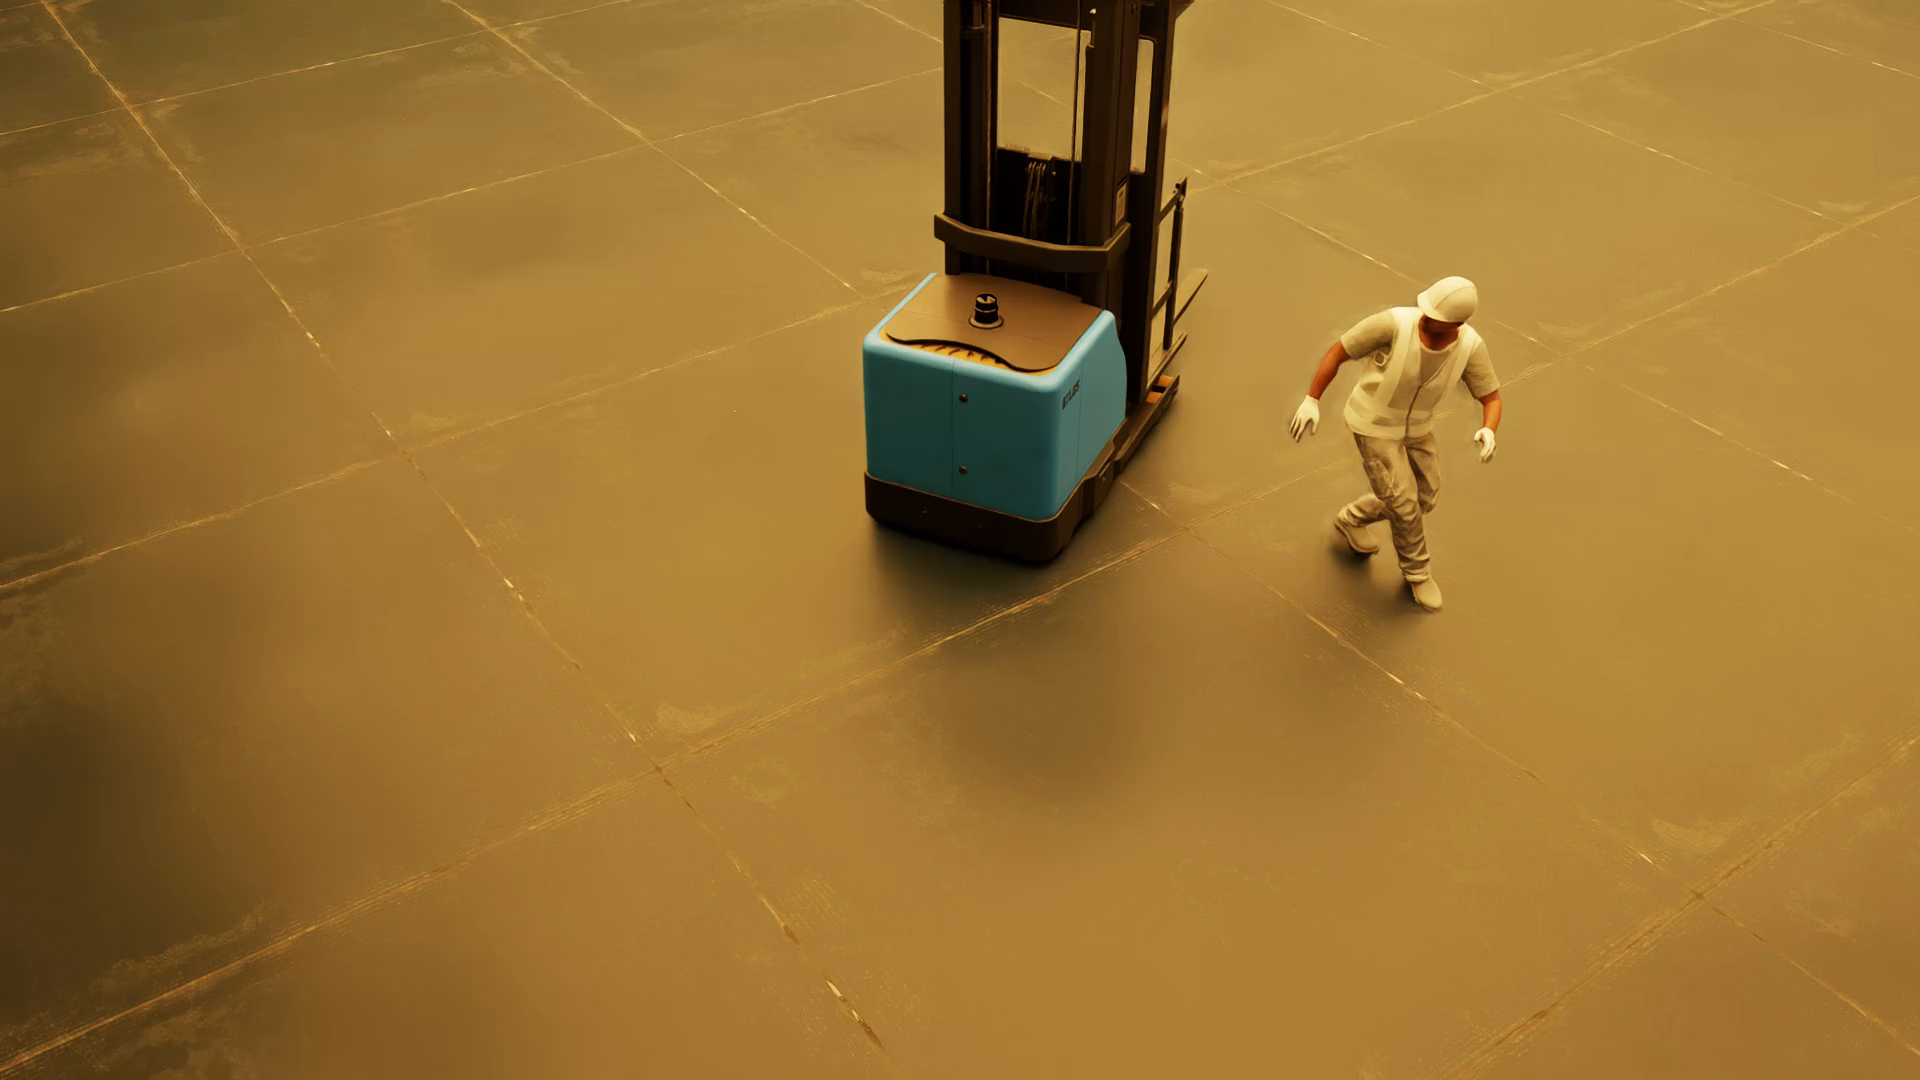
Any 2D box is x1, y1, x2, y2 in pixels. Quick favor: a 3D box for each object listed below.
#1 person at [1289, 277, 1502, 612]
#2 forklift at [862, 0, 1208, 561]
[{"bbox_3d":[2.026,-0.448,7.654,0.874,1.646,0.854,-12,38,-16],"label":"person"},{"bbox_3d":[0.594,-1.942,8.570,1.130,2.935,3.031,15,39,20],"label":"forklift"}]
